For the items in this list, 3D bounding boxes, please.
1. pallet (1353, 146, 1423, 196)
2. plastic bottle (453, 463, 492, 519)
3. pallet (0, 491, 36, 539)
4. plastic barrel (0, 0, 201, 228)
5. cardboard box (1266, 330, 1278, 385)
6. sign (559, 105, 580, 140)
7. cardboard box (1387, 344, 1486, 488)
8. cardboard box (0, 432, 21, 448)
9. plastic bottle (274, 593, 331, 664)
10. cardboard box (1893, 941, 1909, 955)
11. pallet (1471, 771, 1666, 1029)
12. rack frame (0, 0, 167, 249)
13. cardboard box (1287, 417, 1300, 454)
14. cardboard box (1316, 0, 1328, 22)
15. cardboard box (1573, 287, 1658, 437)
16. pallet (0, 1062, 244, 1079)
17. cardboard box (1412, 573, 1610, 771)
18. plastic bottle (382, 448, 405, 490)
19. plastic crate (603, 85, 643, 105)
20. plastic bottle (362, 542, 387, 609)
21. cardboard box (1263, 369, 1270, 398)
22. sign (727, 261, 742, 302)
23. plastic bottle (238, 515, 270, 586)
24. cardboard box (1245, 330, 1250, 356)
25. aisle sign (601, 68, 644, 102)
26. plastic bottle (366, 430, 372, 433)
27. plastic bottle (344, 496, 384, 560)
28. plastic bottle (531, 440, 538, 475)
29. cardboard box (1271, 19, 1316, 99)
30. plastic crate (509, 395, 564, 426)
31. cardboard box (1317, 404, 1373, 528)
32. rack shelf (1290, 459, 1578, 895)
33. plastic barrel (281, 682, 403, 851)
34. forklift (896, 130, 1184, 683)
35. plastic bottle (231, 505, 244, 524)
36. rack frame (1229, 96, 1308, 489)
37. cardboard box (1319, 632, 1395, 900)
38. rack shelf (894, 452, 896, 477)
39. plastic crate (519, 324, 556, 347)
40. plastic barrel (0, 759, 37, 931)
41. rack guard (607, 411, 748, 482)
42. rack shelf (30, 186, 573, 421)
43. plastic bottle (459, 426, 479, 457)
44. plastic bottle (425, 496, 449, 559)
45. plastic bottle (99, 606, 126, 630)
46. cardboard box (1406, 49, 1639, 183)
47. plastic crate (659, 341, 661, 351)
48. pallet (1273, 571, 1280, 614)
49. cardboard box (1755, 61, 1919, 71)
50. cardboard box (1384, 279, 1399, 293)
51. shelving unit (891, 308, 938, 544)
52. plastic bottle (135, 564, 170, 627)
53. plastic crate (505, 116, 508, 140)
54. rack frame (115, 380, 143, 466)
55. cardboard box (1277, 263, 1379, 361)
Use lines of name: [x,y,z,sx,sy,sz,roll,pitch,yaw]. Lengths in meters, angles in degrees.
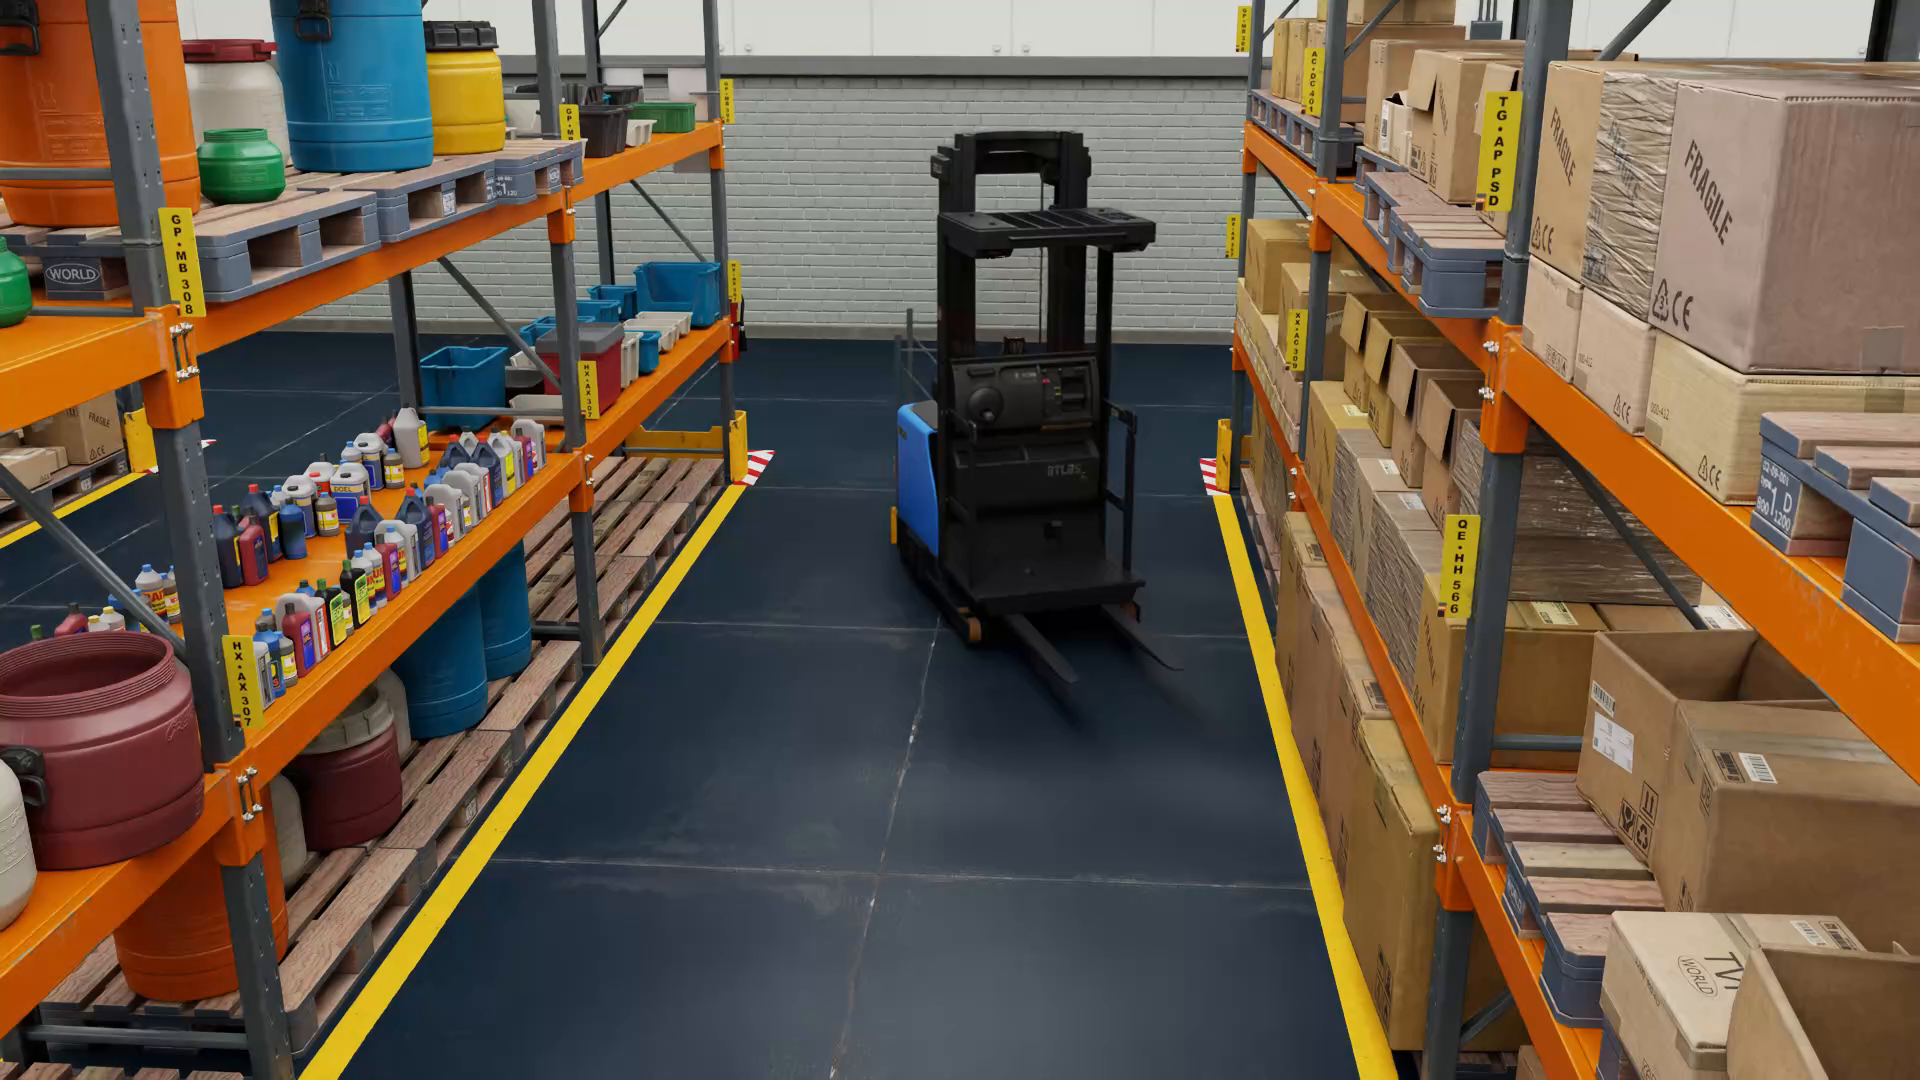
pallet: [2.323,-1.648,7.626,0.805,0.209,1.217,1,18,2]
plastic bottle: [-2.369,-0.252,8.073,0.152,0.276,0.135,1,18,4]
pallet: [-7.406,-0.090,11.859,1.003,0.211,1.213,1,18,4]
plastic barrel: [-2.844,-1.473,5.420,0.600,0.830,0.708,1,18,4]
cardboard box: [2.180,-1.132,10.324,0.500,0.250,0.500,2,18,5]
sign: [-2.052,-2.127,8.765,0.100,0.325,0.005,1,18,4]
cardboard box: [2.212,-0.519,6.918,0.797,0.503,0.637,2,18,6]
cardboard box: [-7.612,-0.649,12.795,0.500,0.250,0.500,1,18,4]
plastic bottle: [-2.501,0.320,6.328,0.152,0.276,0.135,1,18,4]
cardboard box: [2.202,1.031,3.501,0.396,0.266,0.258,1,18,2]
pallet: [2.108,0.958,4.492,1.213,0.211,1.003,1,18,4]
rack frame: [-2.888,-2.319,4.548,1.000,3.000,0.127,1,18,4]
cardboard box: [2.034,-0.582,9.286,0.380,0.149,0.250,1,18,4]
cardboard box: [2.471,-3.291,10.133,0.500,0.250,0.500,1,18,2]
cardboard box: [1.728,-0.412,3.786,0.500,0.250,0.500,2,18,5]
pallet: [-2.982,2.097,5.184,1.003,0.211,1.213,1,18,4]
cardboard box: [1.841,0.436,5.613,0.500,0.500,0.500,2,18,6]
plastic bottle: [-2.915,-0.370,8.554,0.097,0.201,0.097,0,18,0]
plastic crate: [-2.620,-3.202,12.272,0.497,0.269,0.590,1,18,4]
plastic bottle: [-2.432,0.144,6.874,0.097,0.271,0.097,0,18,0]
cardboard box: [2.126,-0.981,10.504,0.380,0.149,0.250,1,18,3]
sign: [-1.764,-2.023,13.017,0.100,0.325,0.005,1,18,4]
plastic bottle: [-3.045,0.043,7.161,0.061,0.283,0.133,1,18,4]
cardboard box: [2.219,-1.379,11.719,0.380,0.149,0.250,1,18,3]
aisle sign: [-2.605,-3.217,12.748,0.394,0.787,0.004,1,18,4]
plastic bottle: [-3.059,-0.437,8.645,0.097,0.271,0.097,0,18,0]
plastic bottle: [-2.581,-0.013,7.226,0.144,0.351,0.185,1,18,4]
plastic bottle: [-2.288,-0.450,8.797,0.097,0.201,0.097,0,18,0]
cardboard box: [2.482,-3.227,11.142,0.700,0.500,0.500,1,18,2]
plastic crate: [-2.425,-0.755,9.736,0.396,0.136,0.243,1,18,4]
cardboard box: [2.022,-0.354,8.025,0.500,0.500,0.500,1,18,4]
rack shelf: [2.196,0.363,7.152,1.077,0.370,4.000,1,18,4]
plastic barrel: [-2.789,0.975,7.327,0.600,0.588,0.708,1,18,4]
forklift: [0.471,-0.901,9.967,1.130,2.935,3.031,-5,19,-16]
plastic bottle: [-3.179,-0.001,7.297,0.061,0.283,0.133,1,18,4]
rack frame: [2.626,-1.842,12.727,1.000,3.000,0.127,1,18,4]
cardboard box: [2.194,0.962,6.907,1.225,0.875,0.875,1,18,4]
rack shelf: [-0.172,-0.677,12.159,0.538,0.185,1.000,1,18,3]
plastic crate: [-2.776,-1.330,11.337,0.416,0.233,0.300,1,18,4]
plastic barrel: [-2.748,0.803,4.475,0.421,0.512,0.421,0,18,0]
rack guard: [-2.325,-0.772,13.477,1.175,0.500,0.348,1,18,4]
rack shelf: [-2.744,-1.173,7.022,1.077,0.370,4.000,1,18,4]
plastic bottle: [-2.484,-0.397,8.397,0.144,0.351,0.185,1,18,4]
plastic bottle: [-2.366,-0.068,7.502,0.061,0.283,0.133,1,18,4]
plastic bottle: [-3.234,0.354,6.344,0.097,0.201,0.097,0,18,0]
cardboard box: [2.178,-1.666,6.534,0.797,0.503,0.637,1,18,3]
plastic crate: [-2.226,-1.329,11.490,0.298,0.136,0.250,1,18,4]
pallet: [2.472,0.491,10.085,1.003,0.211,1.213,1,18,4]
cardboard box: [2.268,-0.914,4.115,0.500,0.500,0.500,2,18,5]
cardboard box: [2.629,-1.169,9.233,0.500,0.500,0.500,1,18,4]
shelving unit: [-0.172,-0.851,12.112,0.587,1.500,1.083,1,18,3]
plastic bottle: [-3.213,0.230,6.610,0.097,0.271,0.097,0,18,0]
plastic crate: [-2.854,-2.346,9.717,0.416,0.233,0.300,1,18,4]
rack frame: [-7.255,-2.064,13.406,1.000,3.000,0.127,1,18,4]
cardboard box: [2.146,-1.330,9.725,0.500,0.500,0.500,1,18,4]
